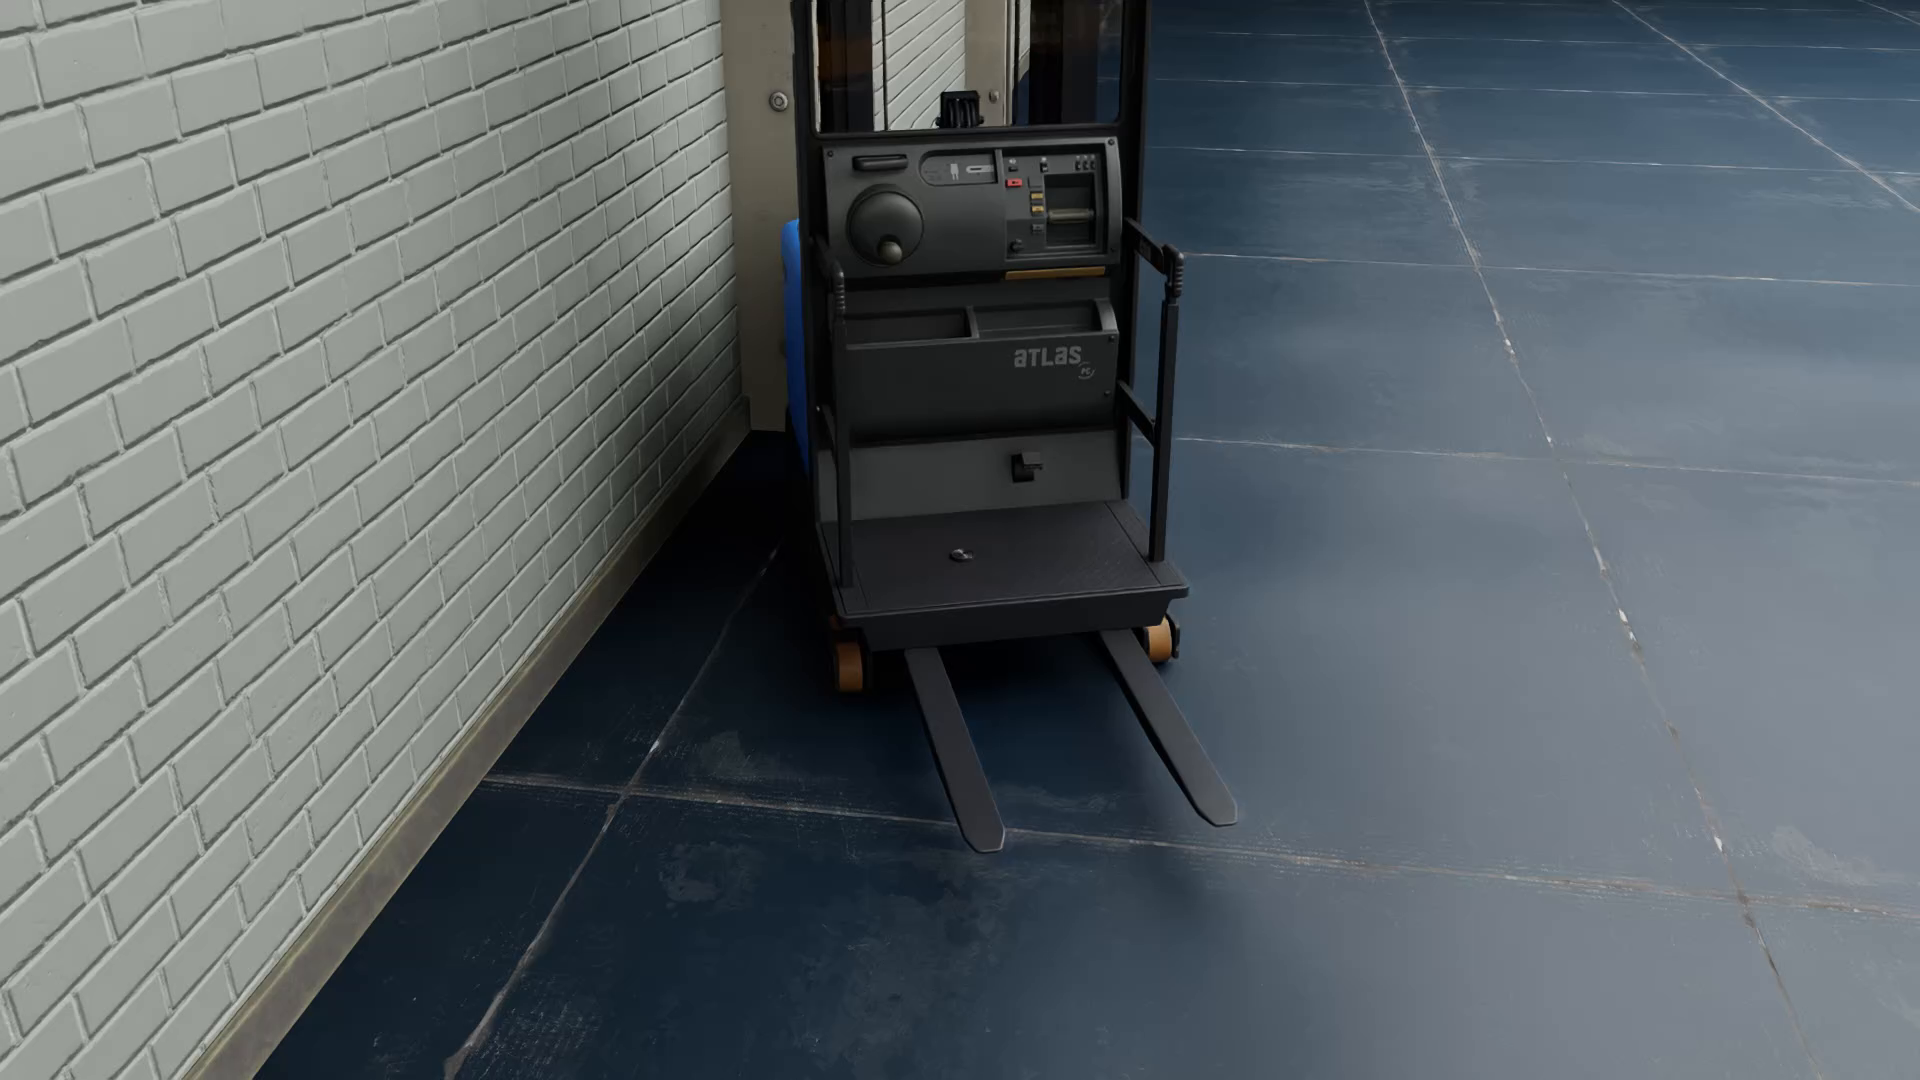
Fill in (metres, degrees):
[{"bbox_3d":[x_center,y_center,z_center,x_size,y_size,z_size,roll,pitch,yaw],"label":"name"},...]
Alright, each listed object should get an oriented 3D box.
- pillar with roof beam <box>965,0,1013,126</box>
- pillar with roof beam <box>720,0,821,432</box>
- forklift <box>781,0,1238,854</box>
[{"bbox_3d":[4.460,-6.846,10.261,9.100,9.000,0.400,4,25,9],"label":"pillar with roof beam"},{"bbox_3d":[3.480,-4.337,4.900,9.100,9.000,0.400,4,25,9],"label":"pillar with roof beam"},{"bbox_3d":[0.087,-1.015,4.960,1.130,2.935,3.031,-5,25,-10],"label":"forklift"}]
